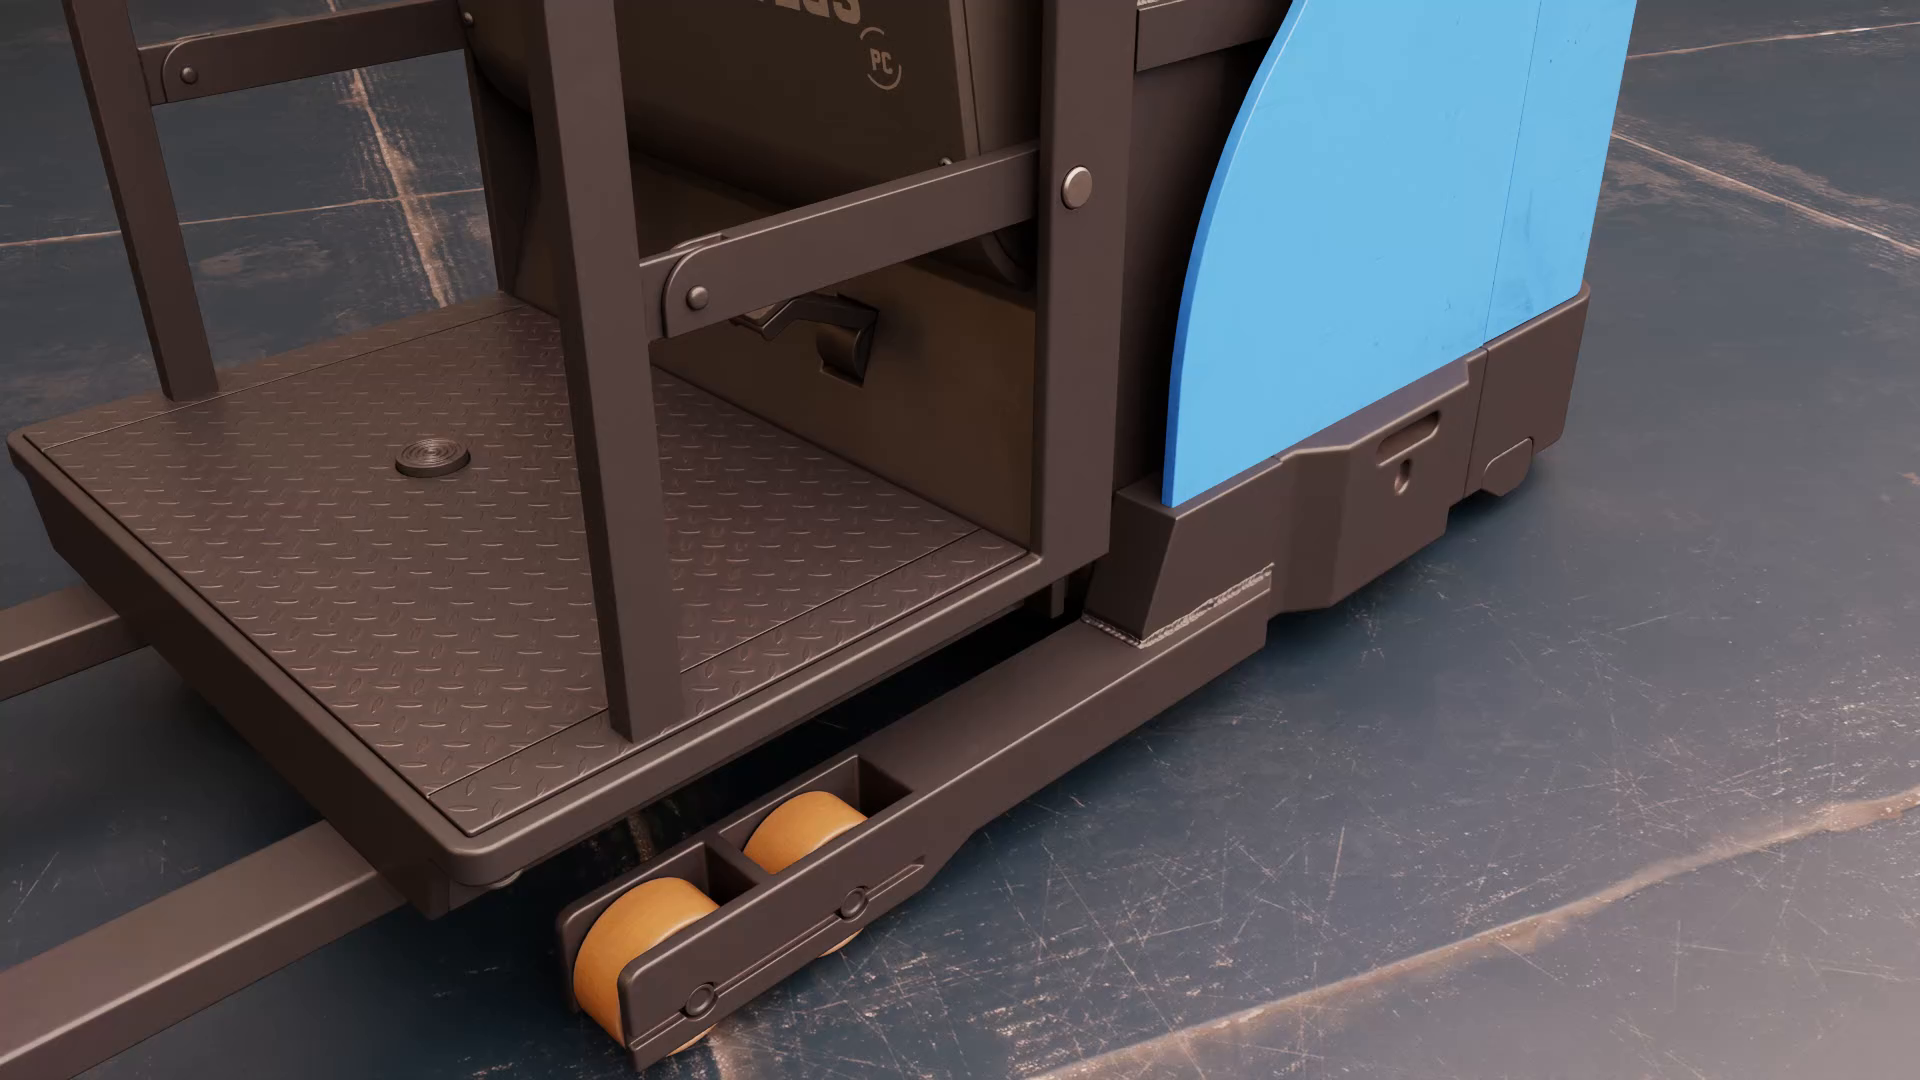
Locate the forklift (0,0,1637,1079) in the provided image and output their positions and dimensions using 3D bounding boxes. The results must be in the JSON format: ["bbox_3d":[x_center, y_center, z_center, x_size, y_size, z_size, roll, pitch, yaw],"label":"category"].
[{"bbox_3d":[-0.435,-1.063,1.405,3.031,2.935,1.130,-26,39,-37],"label":"forklift"}]
